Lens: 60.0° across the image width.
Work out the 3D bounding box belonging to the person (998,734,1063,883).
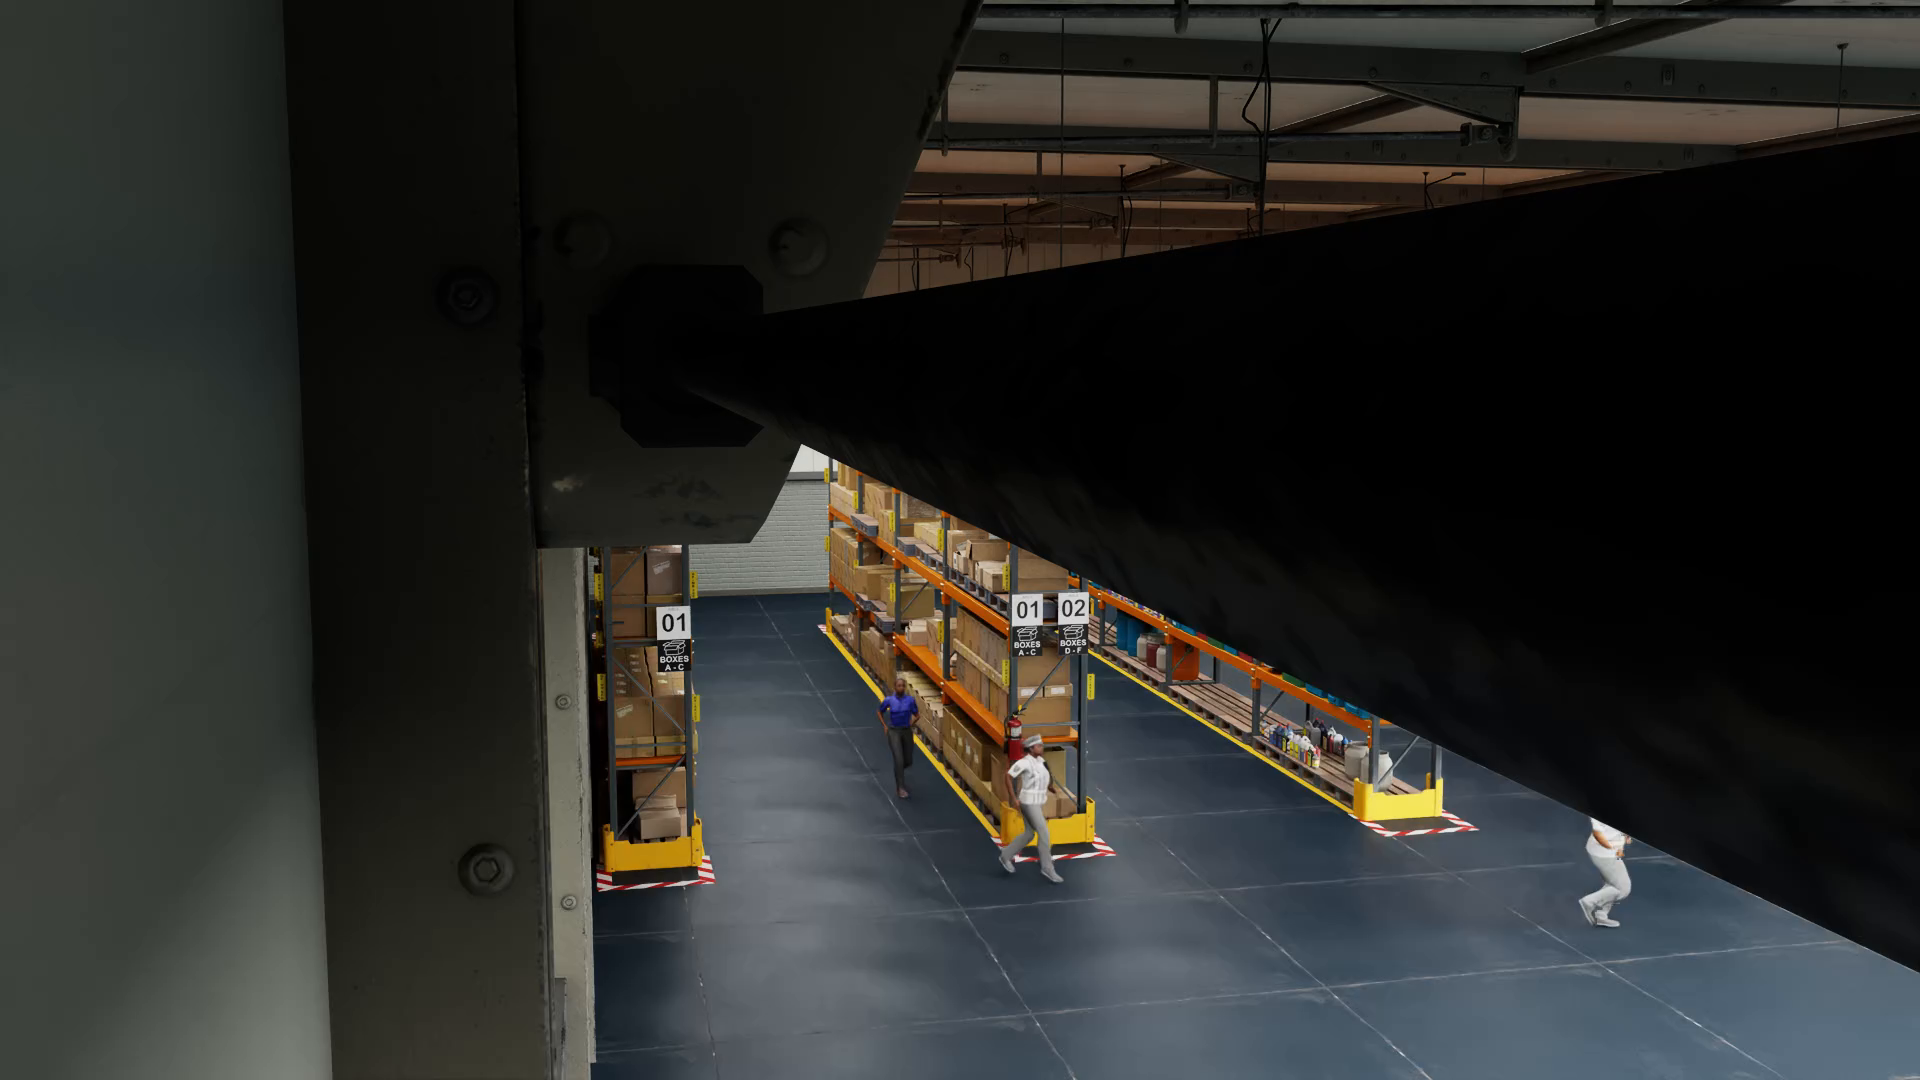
[{"bbox_3d":[0.901,3.150,19.760,0.852,1.691,0.596,4,8,27],"label":"person"}]

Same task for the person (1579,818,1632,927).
[{"bbox_3d":[7.008,3.398,17.992,0.547,1.618,0.603,1,7,12],"label":"person"}]

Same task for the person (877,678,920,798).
[{"bbox_3d":[-0.850,2.744,23.412,0.588,1.624,0.821,-2,7,-16],"label":"person"}]
